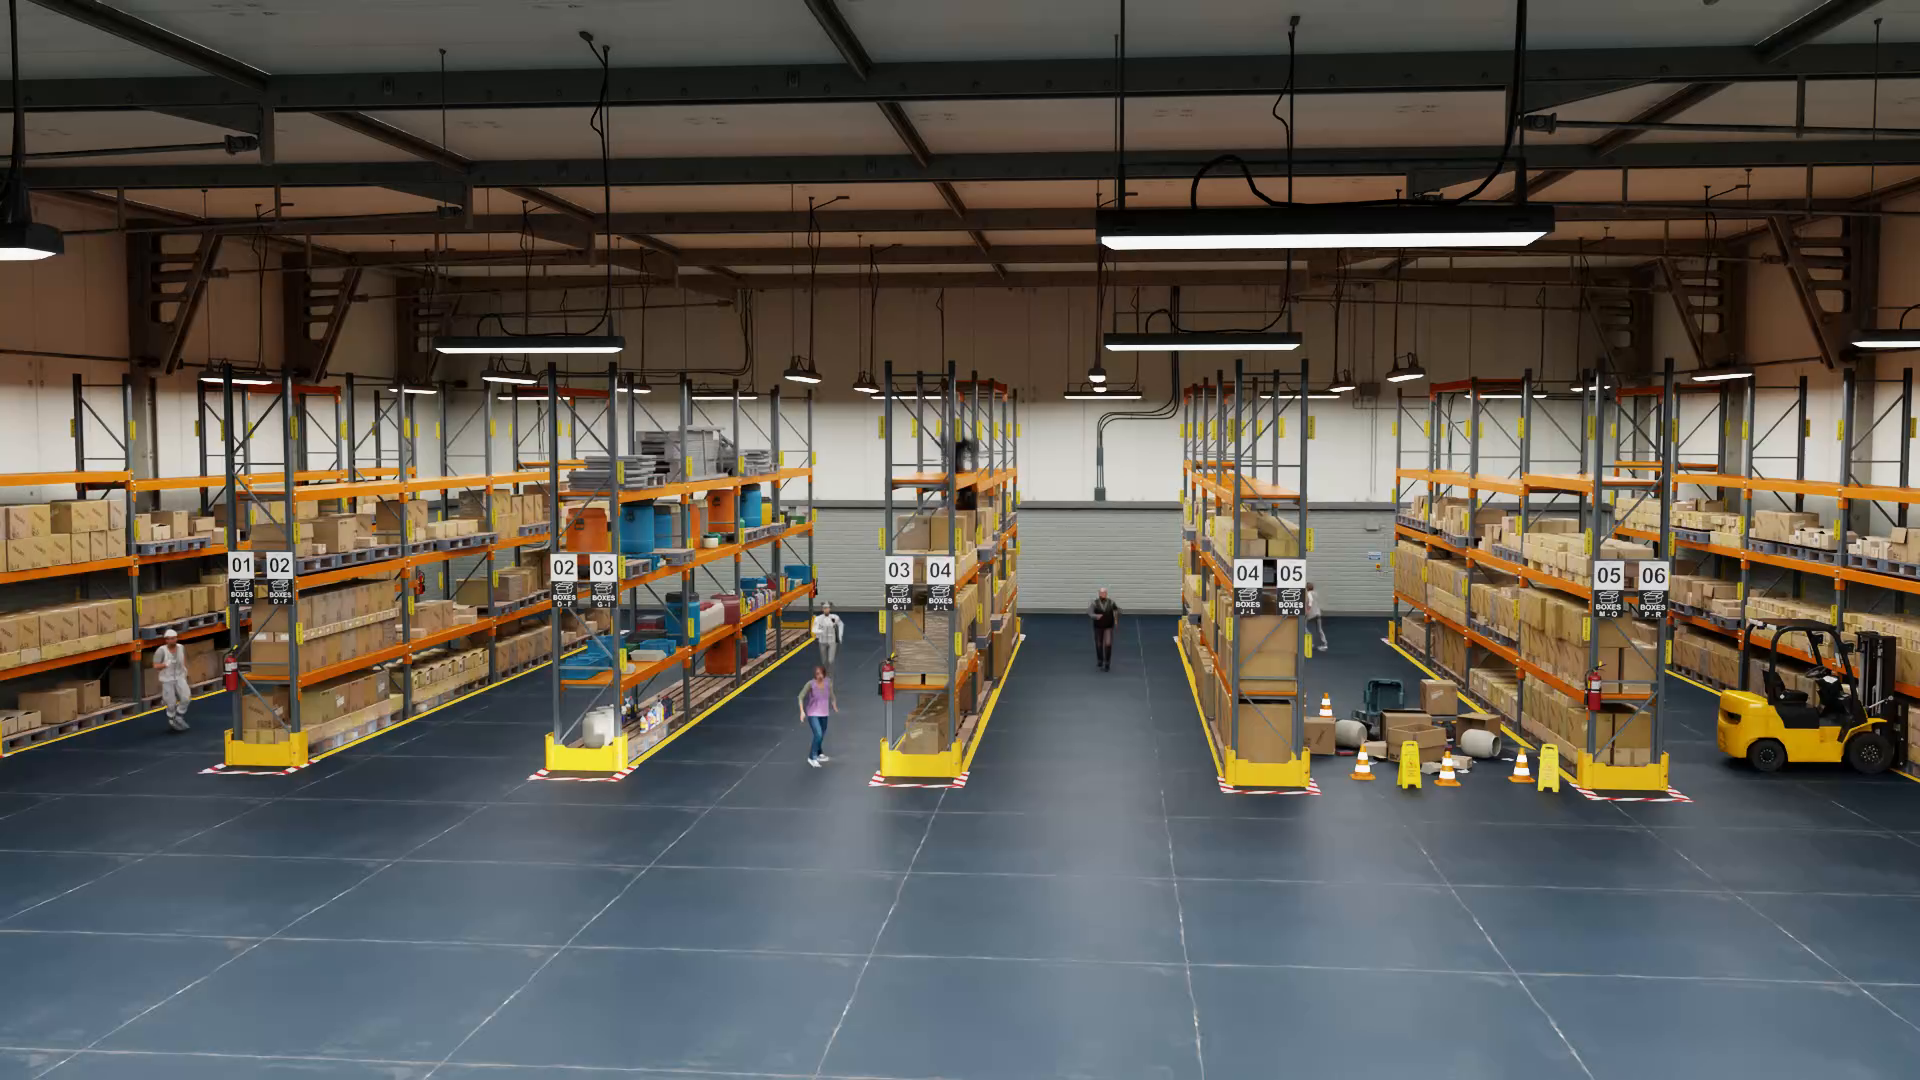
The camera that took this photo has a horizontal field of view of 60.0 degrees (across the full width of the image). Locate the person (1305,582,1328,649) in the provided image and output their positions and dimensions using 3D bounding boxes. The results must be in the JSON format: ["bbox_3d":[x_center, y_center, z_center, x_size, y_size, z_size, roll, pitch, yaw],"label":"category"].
[{"bbox_3d":[8.043,1.741,37.910,0.529,1.546,0.900,-2,4,-30],"label":"person"}]

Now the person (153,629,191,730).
[{"bbox_3d":[-13.047,2.333,27.506,0.619,1.740,0.874,-3,5,-42],"label":"person"}]

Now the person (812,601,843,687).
[{"bbox_3d":[-2.569,2.032,32.216,0.572,1.741,0.845,0,4,3],"label":"person"}]

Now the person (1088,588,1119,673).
[{"bbox_3d":[2.982,1.874,34.578,0.626,1.774,0.832,0,4,5],"label":"person"}]

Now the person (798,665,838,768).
[{"bbox_3d":[-2.111,2.625,24.832,0.567,1.566,0.746,-3,5,-41],"label":"person"}]
